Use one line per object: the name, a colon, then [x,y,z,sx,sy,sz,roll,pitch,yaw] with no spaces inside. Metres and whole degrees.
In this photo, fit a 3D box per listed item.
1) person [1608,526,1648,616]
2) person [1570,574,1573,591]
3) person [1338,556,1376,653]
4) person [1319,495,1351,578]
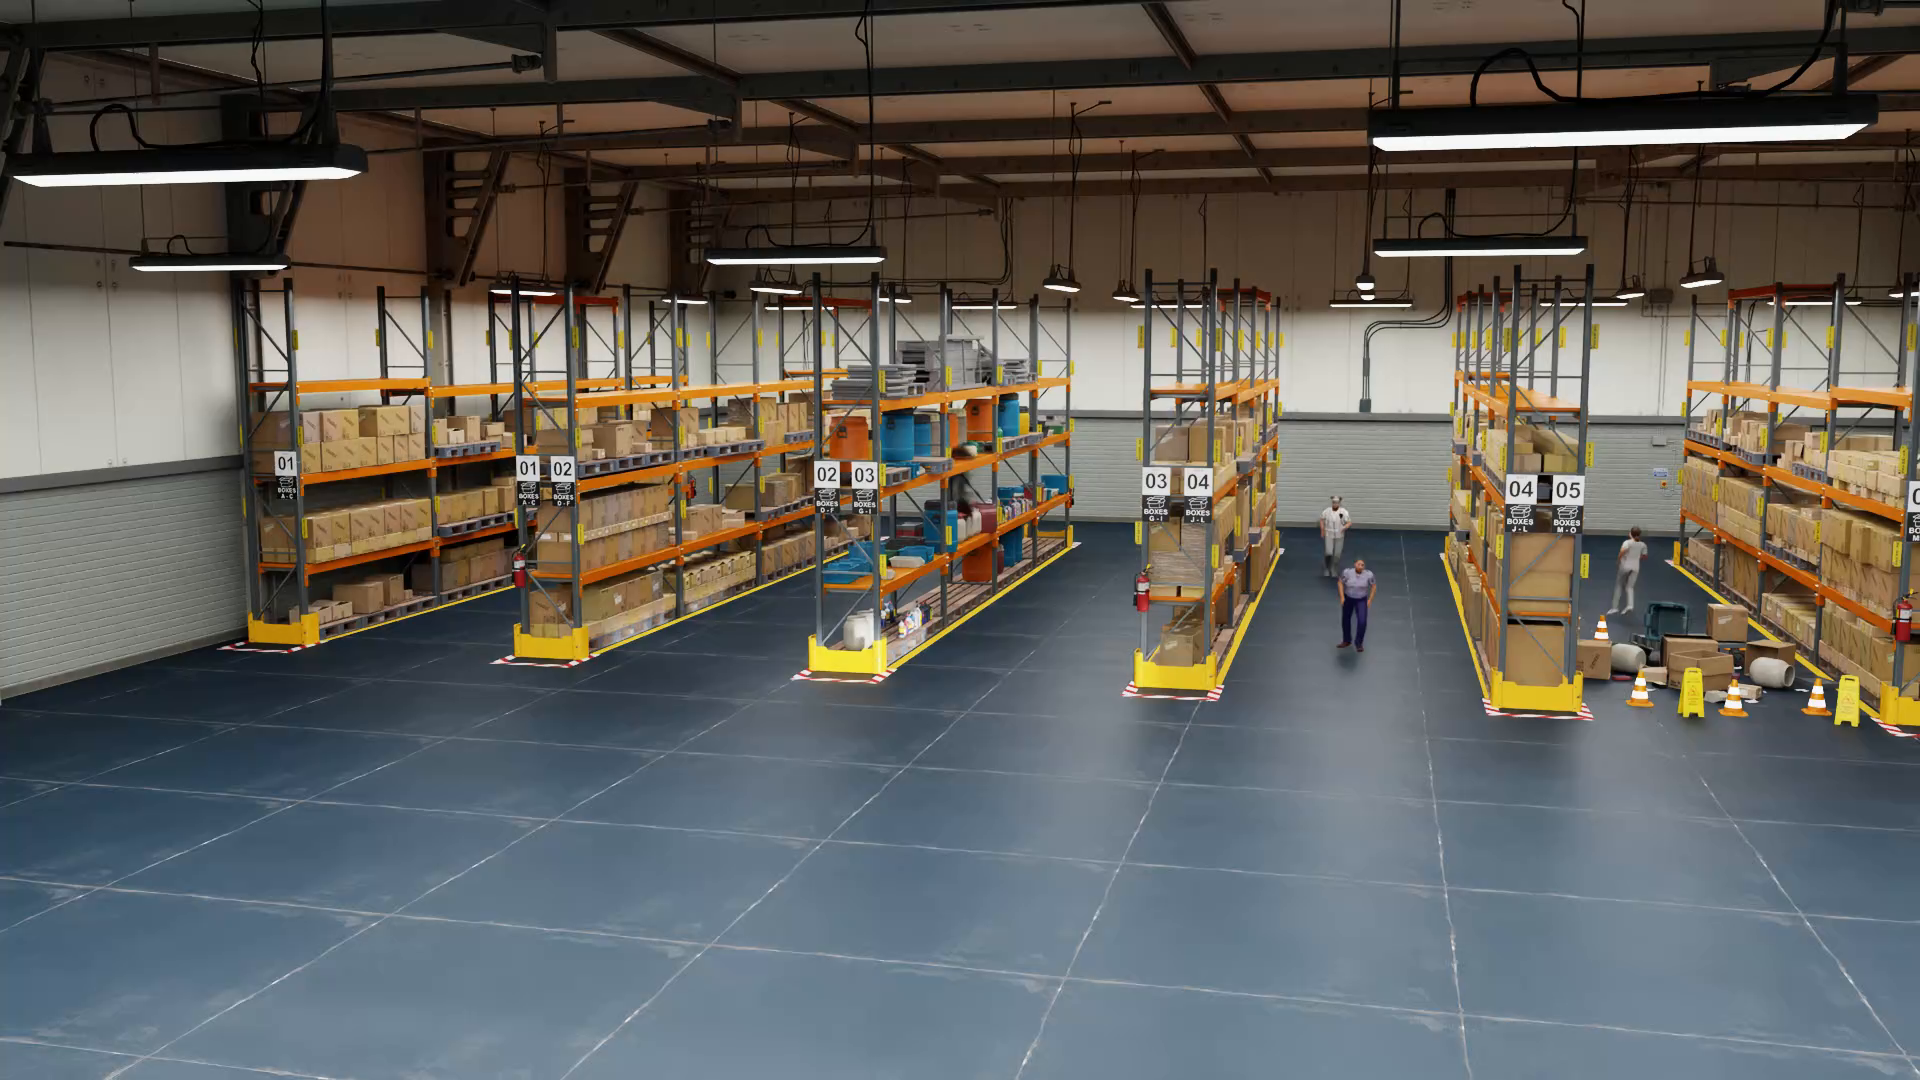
person: [12.192,0.624,30.146,0.575,1.584,0.915,0,7,4]
person: [12.151,0.222,33.223,0.574,1.631,0.954,1,7,11]
person: [6.434,1.010,26.971,0.607,1.564,0.663,3,7,21]
person: [7.907,-0.059,35.049,0.653,1.780,0.677,1,7,9]
